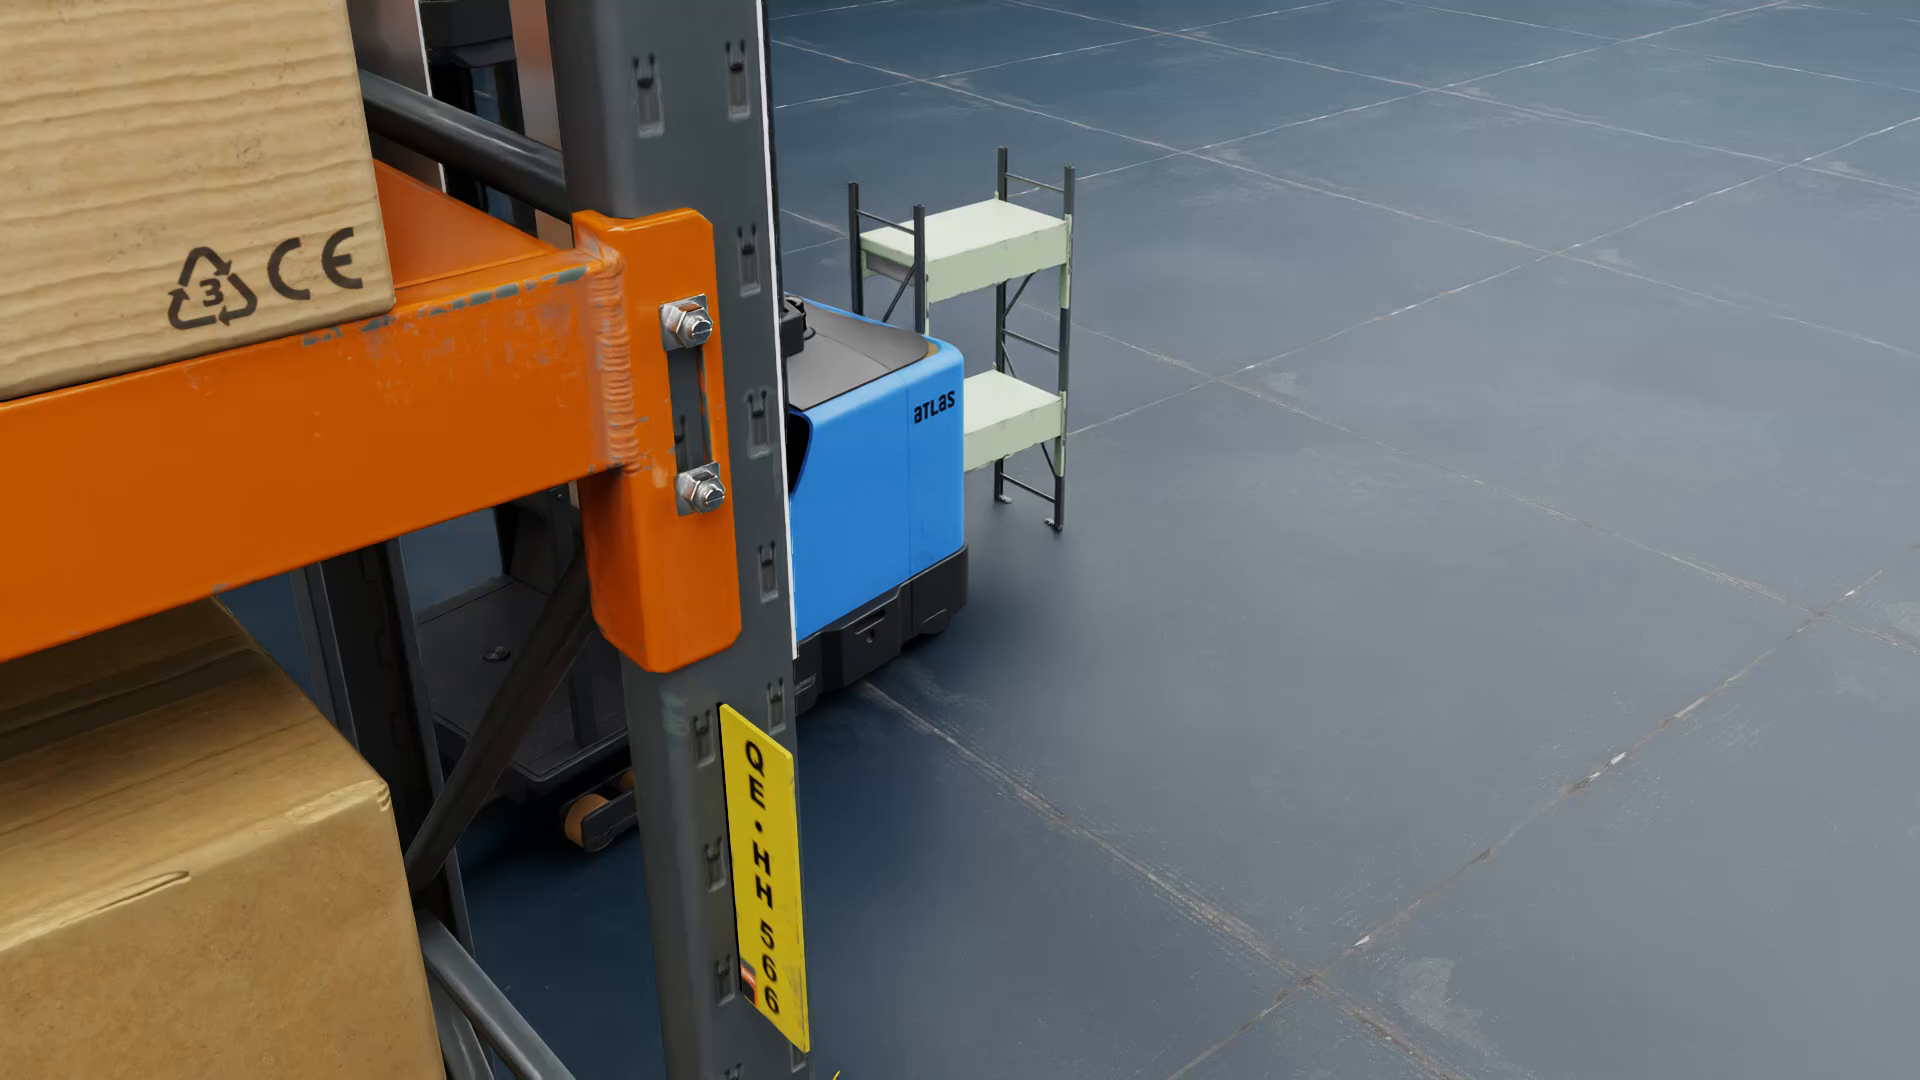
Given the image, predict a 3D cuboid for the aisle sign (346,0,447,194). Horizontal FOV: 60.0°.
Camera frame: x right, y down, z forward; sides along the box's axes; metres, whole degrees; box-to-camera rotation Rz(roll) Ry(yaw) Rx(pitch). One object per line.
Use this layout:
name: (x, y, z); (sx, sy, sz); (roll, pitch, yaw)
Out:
aisle sign: (-0.661, -0.529, 1.800); (0.004, 0.787, 0.394); (-22, 35, -35)

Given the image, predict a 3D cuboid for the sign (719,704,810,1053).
sign: (-0.169, 0.299, 1.445); (0.005, 0.325, 0.100); (-22, 35, -35)

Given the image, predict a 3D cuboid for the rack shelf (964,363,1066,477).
rack shelf: (0.012, -0.381, 6.564); (0.720, 0.370, 0.431); (-23, 36, -36)

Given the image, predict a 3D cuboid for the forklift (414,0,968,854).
forklift: (-1.303, -0.626, 4.812); (1.130, 2.935, 3.031); (22, 35, 35)

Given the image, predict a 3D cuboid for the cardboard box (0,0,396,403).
cardboard box: (-0.715, -0.275, 1.058); (0.500, 0.250, 0.500); (-21, 35, -34)

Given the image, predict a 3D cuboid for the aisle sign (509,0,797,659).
aisle sign: (-0.272, -0.314, 1.397); (0.004, 0.787, 0.394); (-22, 35, -35)

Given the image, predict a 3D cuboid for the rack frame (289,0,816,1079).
rack frame: (-0.516, 0.743, 2.178); (0.053, 2.616, 0.949); (-22, 35, -35)

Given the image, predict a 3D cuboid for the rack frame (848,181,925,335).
rack frame: (-0.262, -0.554, 6.196); (0.023, 1.500, 0.400); (-23, 36, -36)

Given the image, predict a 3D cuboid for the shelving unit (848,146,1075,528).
shelving unit: (0.012, -0.669, 6.410); (0.755, 1.500, 0.431); (-23, 36, -36)

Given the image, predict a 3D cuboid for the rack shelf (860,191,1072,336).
rack shelf: (0.012, -1.013, 6.226); (0.720, 0.370, 0.431); (-23, 36, -36)

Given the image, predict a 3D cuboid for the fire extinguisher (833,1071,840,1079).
fire extinguisher: (-0.127, 0.908, 1.950); (0.183, 0.674, 0.296); (-22, 35, -35)

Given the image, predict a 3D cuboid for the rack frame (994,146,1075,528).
rack frame: (0.286, -0.783, 6.624); (0.023, 1.500, 0.400); (-23, 36, -36)

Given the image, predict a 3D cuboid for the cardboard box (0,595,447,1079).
cardboard box: (-0.772, 0.384, 1.366); (0.500, 0.500, 0.500); (-22, 35, -35)

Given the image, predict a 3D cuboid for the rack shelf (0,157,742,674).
rack shelf: (-2.035, 0.350, 0.494); (4.000, 0.370, 1.077); (-22, 35, -35)
